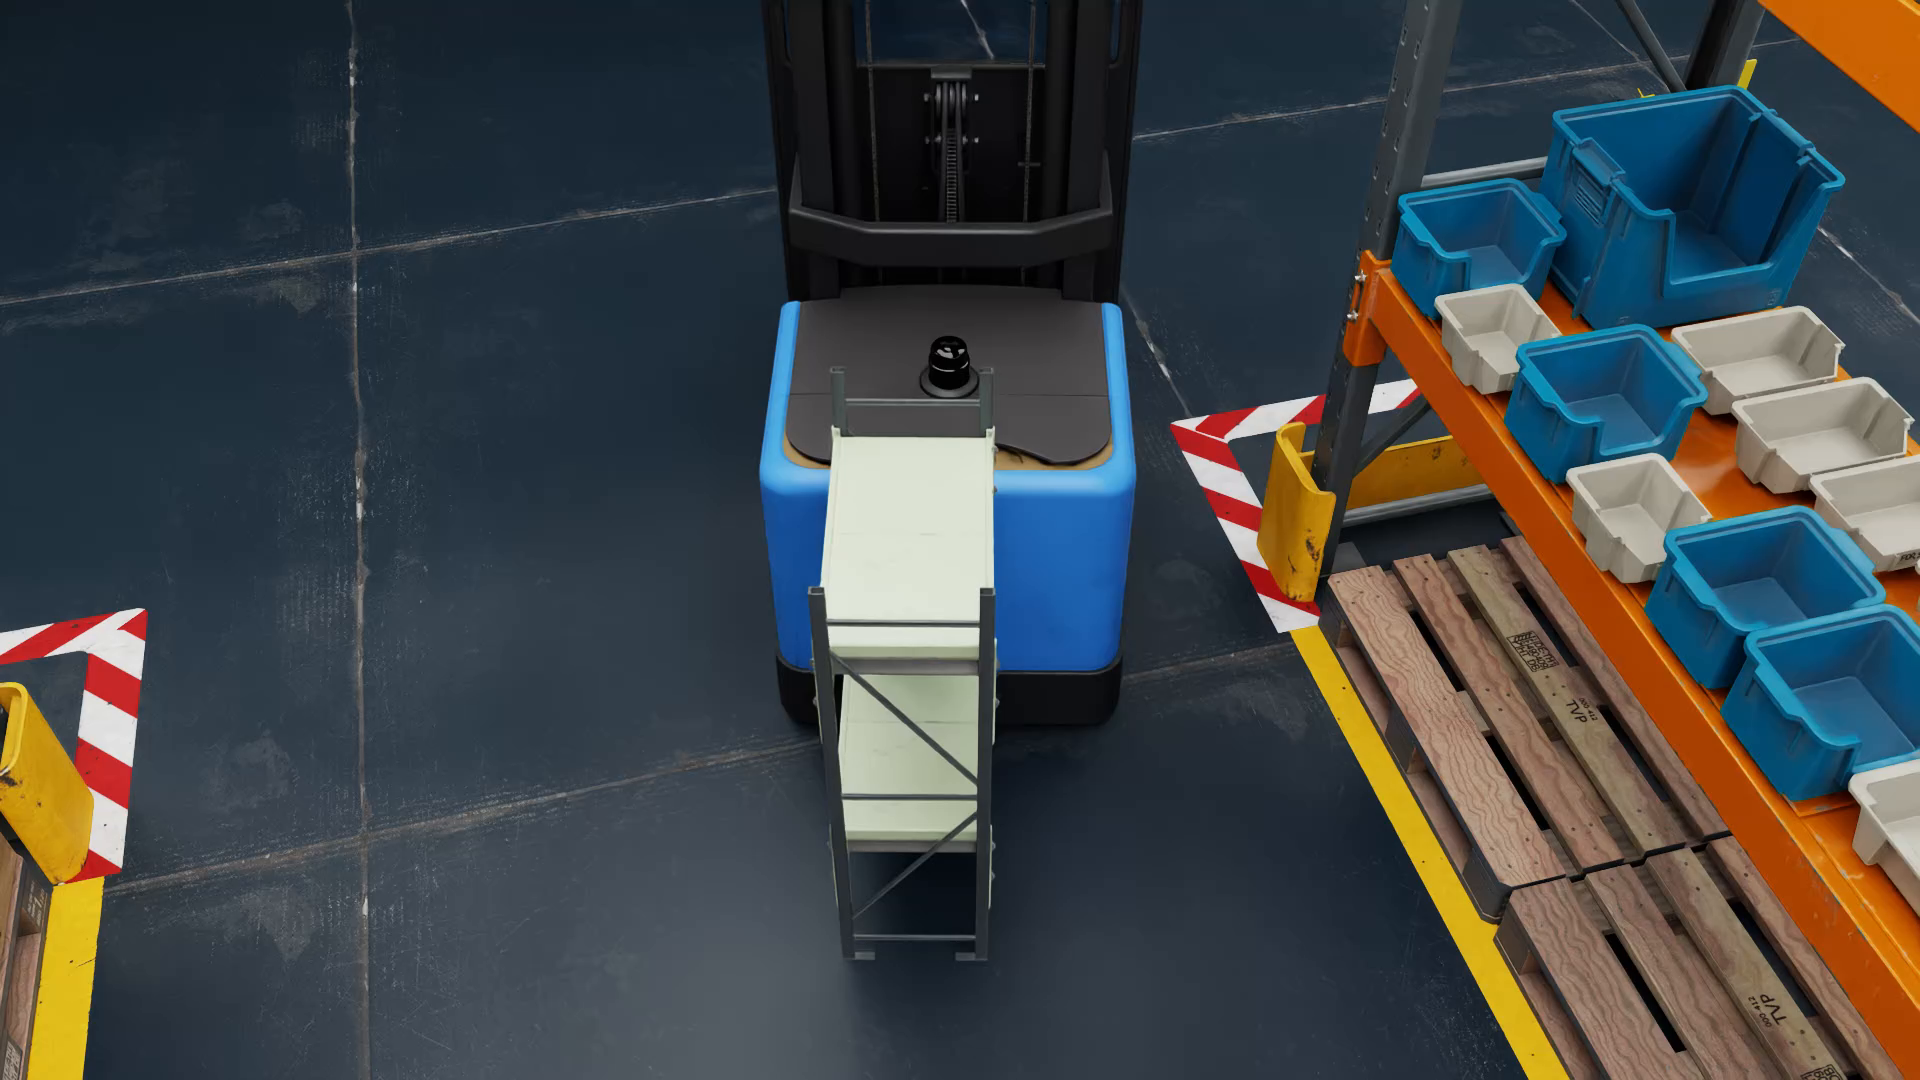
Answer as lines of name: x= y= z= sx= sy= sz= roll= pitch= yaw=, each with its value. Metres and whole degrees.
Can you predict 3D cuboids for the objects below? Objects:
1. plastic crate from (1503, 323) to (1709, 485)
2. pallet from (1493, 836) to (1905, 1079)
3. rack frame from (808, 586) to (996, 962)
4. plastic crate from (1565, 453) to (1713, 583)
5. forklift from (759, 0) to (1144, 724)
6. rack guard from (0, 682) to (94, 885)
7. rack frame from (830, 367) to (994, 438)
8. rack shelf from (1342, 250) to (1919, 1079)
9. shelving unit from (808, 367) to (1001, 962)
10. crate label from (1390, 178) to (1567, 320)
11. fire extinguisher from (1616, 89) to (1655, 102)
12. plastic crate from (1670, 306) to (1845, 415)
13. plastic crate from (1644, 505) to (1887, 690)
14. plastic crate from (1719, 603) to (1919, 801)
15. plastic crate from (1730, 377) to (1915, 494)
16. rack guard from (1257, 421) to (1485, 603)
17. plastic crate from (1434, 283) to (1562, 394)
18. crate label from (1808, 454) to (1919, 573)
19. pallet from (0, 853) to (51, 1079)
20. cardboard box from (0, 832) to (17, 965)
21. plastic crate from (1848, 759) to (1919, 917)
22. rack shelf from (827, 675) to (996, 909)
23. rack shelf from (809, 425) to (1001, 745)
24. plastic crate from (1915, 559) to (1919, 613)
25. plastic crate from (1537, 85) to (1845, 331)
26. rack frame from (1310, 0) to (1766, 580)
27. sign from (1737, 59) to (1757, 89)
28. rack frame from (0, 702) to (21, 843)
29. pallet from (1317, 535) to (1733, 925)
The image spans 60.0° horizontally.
plastic crate: x=1.550 y=-0.319 z=4.038 sx=0.416 sy=0.233 sz=0.300 roll=-11 pitch=47 yaw=-10
pallet: x=2.119 y=1.351 z=4.278 sx=1.003 sy=0.211 sz=1.213 roll=-11 pitch=47 yaw=-10
rack frame: x=-0.124 y=0.633 z=4.079 sx=0.400 sy=1.500 sz=0.023 roll=0 pitch=46 yaw=0
plastic crate: x=1.557 y=-0.035 z=3.827 sx=0.250 sy=0.136 sz=0.298 roll=-11 pitch=47 yaw=-10
forklift: x=-0.020 y=-1.494 z=5.162 sx=1.130 sy=2.935 sz=3.031 roll=0 pitch=46 yaw=0
rack guard: x=-3.134 y=0.789 z=4.627 sx=1.175 sy=0.500 sz=0.348 roll=-11 pitch=47 yaw=-10
rack frame: x=-0.118 y=0.110 z=4.592 sx=0.400 sy=1.500 sz=0.023 roll=0 pitch=46 yaw=0
rack shelf: x=2.148 y=0.591 z=3.574 sx=1.077 sy=0.370 sz=4.000 roll=-11 pitch=47 yaw=-10
shelving unit: x=-0.121 y=0.372 z=4.335 sx=0.431 sy=1.500 sz=0.755 roll=0 pitch=46 yaw=0
crate label: x=1.381 y=-0.773 z=4.483 sx=0.416 sy=0.233 sz=0.303 roll=-11 pitch=47 yaw=-10
fire extinguisher: x=2.037 y=-1.071 z=5.015 sx=0.296 sy=0.674 sz=0.183 roll=-11 pitch=47 yaw=-10
plastic crate: x=2.020 y=-0.440 z=4.224 sx=0.396 sy=0.136 sz=0.243 roll=-11 pitch=47 yaw=-10
plastic crate: x=1.718 y=0.136 z=3.592 sx=0.416 sy=0.233 sz=0.300 roll=-11 pitch=47 yaw=-10
plastic crate: x=1.795 y=0.343 z=3.389 sx=0.416 sy=0.233 sz=0.300 roll=-11 pitch=47 yaw=-10
plastic crate: x=2.080 y=-0.238 z=4.025 sx=0.396 sy=0.136 sz=0.243 roll=-11 pitch=47 yaw=-10
rack guard: x=1.618 y=-0.181 z=5.577 sx=1.175 sy=0.500 sz=0.348 roll=-11 pitch=47 yaw=-10
plastic crate: x=1.383 y=-0.503 z=4.285 sx=0.250 sy=0.136 sz=0.298 roll=-11 pitch=47 yaw=-10
crate label: x=2.175 y=-0.050 z=3.841 sx=0.396 sy=0.136 sz=0.243 roll=-11 pitch=47 yaw=-10
pallet: x=-2.929 y=1.440 z=4.191 sx=1.003 sy=0.211 sz=1.213 roll=-11 pitch=47 yaw=-10
cardboard box: x=-2.776 y=0.913 z=4.197 sx=0.500 sy=0.500 sz=0.500 roll=-11 pitch=47 yaw=-10
plastic crate: x=1.924 y=0.644 z=3.161 sx=0.293 sy=0.136 sz=0.466 roll=-11 pitch=47 yaw=-10
rack shelf: x=-0.121 y=0.600 z=4.568 sx=0.431 sy=0.370 sz=0.720 roll=0 pitch=46 yaw=0
rack shelf: x=-0.121 y=0.099 z=4.057 sx=0.431 sy=0.370 sz=0.720 roll=0 pitch=46 yaw=0
plastic crate: x=2.269 y=0.151 z=3.644 sx=0.298 sy=0.136 sz=0.250 roll=-11 pitch=47 yaw=-10
plastic crate: x=1.903 y=-0.878 z=4.443 sx=0.616 sy=0.435 sz=0.499 roll=-11 pitch=47 yaw=-10
rack frame: x=1.636 y=-1.042 z=4.671 sx=1.000 sy=3.000 sz=0.127 roll=-11 pitch=47 yaw=-10
sign: x=2.164 y=-1.211 z=4.722 sx=0.100 sy=0.325 sz=0.005 roll=-11 pitch=47 yaw=-10
rack frame: x=-3.153 y=-0.139 z=3.786 sx=1.000 sy=3.000 sz=0.127 roll=-11 pitch=47 yaw=-10
pallet: x=1.810 y=0.511 z=5.102 sx=1.003 sy=0.211 sz=1.213 roll=-11 pitch=47 yaw=-10
